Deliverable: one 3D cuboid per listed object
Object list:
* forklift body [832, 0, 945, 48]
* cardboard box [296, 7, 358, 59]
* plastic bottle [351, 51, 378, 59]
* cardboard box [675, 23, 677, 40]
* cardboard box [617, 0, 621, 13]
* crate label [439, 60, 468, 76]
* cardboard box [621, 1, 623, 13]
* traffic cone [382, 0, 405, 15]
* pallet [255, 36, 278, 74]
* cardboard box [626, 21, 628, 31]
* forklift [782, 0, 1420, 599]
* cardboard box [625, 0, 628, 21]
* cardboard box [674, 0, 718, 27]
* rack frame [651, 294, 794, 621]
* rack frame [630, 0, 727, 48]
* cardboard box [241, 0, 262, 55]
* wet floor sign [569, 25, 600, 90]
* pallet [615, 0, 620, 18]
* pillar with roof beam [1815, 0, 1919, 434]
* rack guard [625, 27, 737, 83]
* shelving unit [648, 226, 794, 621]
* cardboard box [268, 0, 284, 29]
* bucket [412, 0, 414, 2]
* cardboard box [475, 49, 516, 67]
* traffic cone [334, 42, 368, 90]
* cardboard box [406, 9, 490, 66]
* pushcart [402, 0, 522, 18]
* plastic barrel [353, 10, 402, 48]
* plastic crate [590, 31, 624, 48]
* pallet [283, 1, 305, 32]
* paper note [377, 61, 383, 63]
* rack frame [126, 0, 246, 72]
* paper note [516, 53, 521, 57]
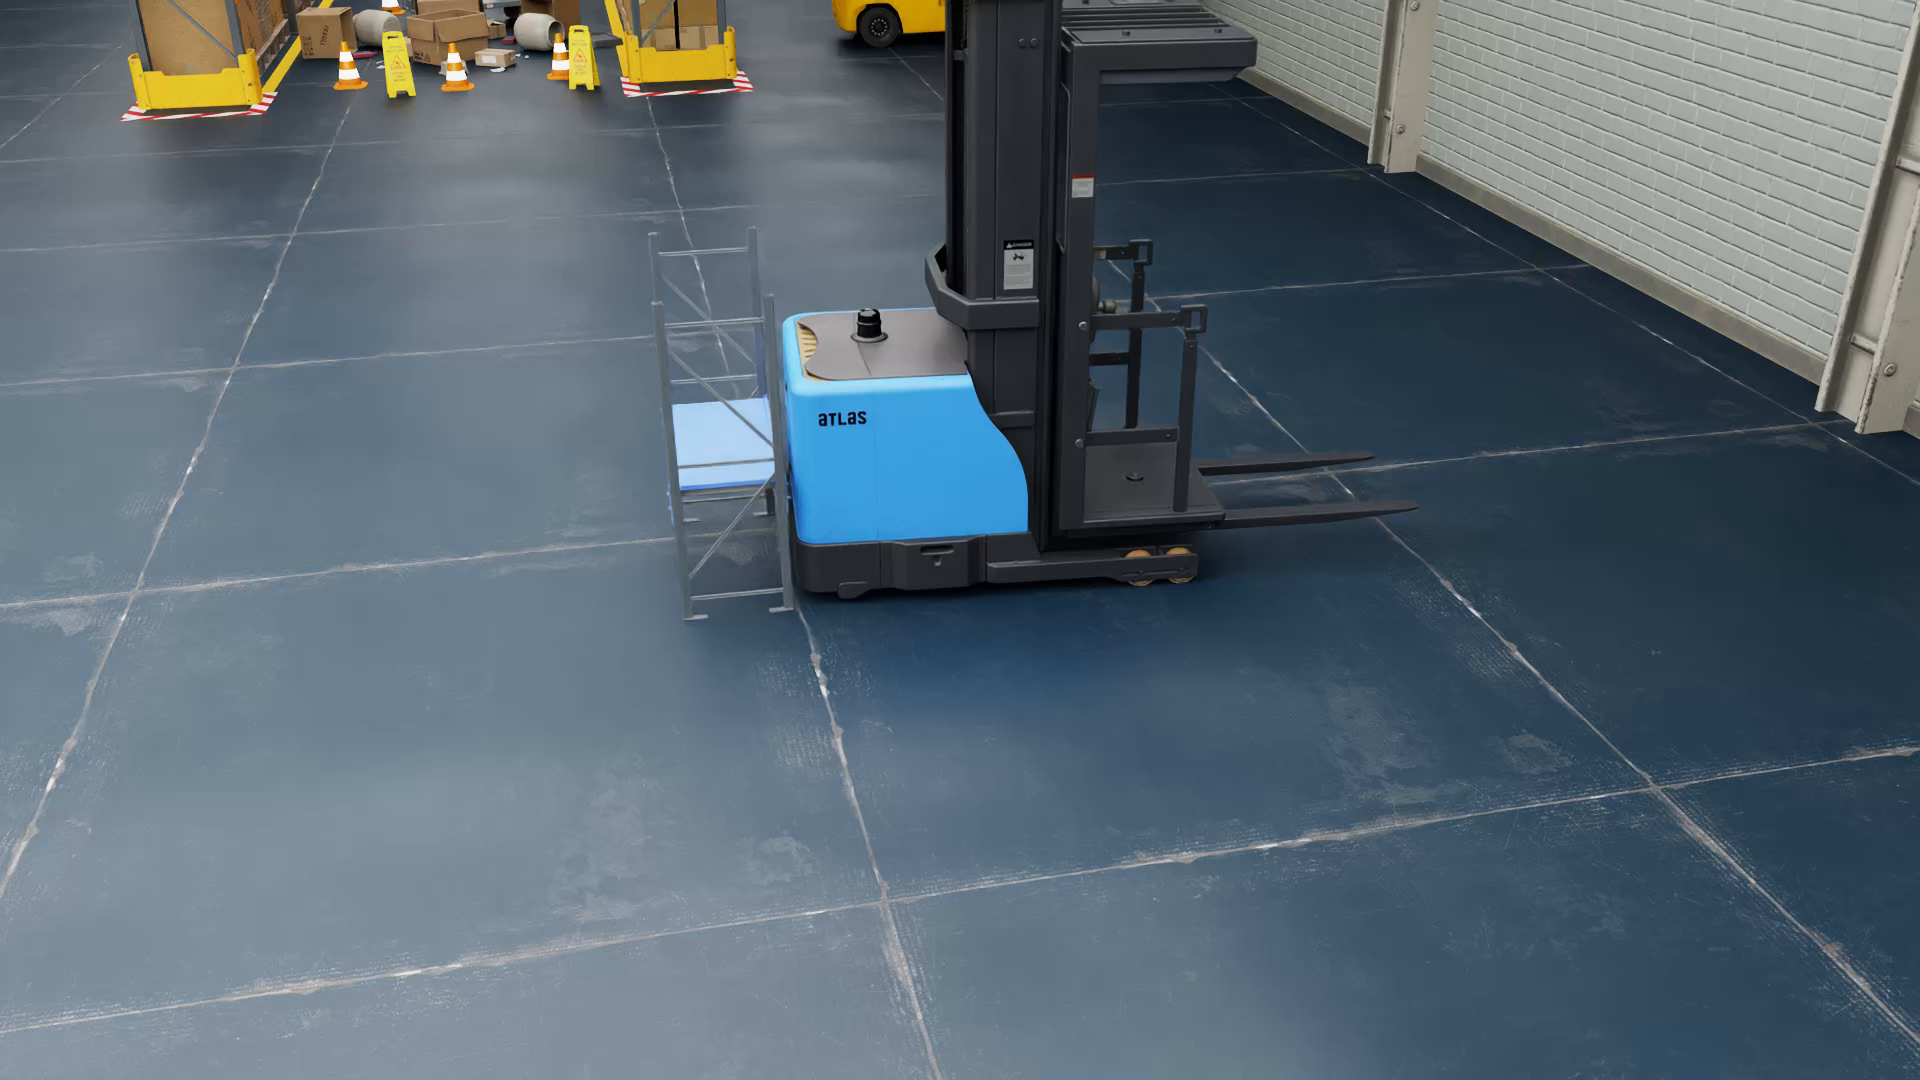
[{"bbox_3d":[-0.411,-7.182,20.093,2.313,2.155,1.214,-6,27,-12],"label":"forklift body"},{"bbox_3d":[-7.393,-5.925,19.432,0.500,0.500,0.500,-1,27,-3],"label":"cardboard box"},{"bbox_3d":[-6.950,-5.660,19.395,0.283,0.061,0.133,-16,31,-29],"label":"plastic bottle"},{"bbox_3d":[-3.061,-5.976,19.345,0.500,0.250,0.500,-5,27,-10],"label":"cardboard box"},{"bbox_3d":[-4.073,-6.838,21.054,0.500,0.250,0.500,-7,28,-14],"label":"cardboard box"},{"bbox_3d":[-5.638,-5.265,18.530,0.250,0.136,0.298,-23,35,-38],"label":"crate label"},{"bbox_3d":[-3.819,-6.372,20.131,0.500,0.250,0.500,-6,27,-12],"label":"cardboard box"},{"bbox_3d":[-7.574,-7.227,22.055,0.336,0.463,0.334,-6,27,-12],"label":"traffic cone"},{"bbox_3d":[-8.369,-5.494,18.901,1.003,0.211,1.213,-6,27,-12],"label":"pallet"},{"bbox_3d":[-3.595,-5.924,19.244,0.500,0.250,0.500,-6,27,-11],"label":"cardboard box"},{"bbox_3d":[0.689,-1.325,7.622,3.031,2.935,1.130,-4,27,-7],"label":"forklift"},{"bbox_3d":[-3.597,-6.257,19.071,0.500,0.500,0.500,-5,27,-10],"label":"cardboard box"},{"bbox_3d":[-2.960,-6.096,18.752,0.500,0.500,0.500,-7,28,-13],"label":"cardboard box"},{"bbox_3d":[-1.017,-0.330,7.233,0.500,1.500,0.032,-5,27,-9],"label":"rack frame"},{"bbox_3d":[-3.041,-6.408,17.618,1.000,3.000,0.127,-6,27,-12],"label":"rack frame"},{"bbox_3d":[-8.259,-5.777,18.260,0.875,0.875,0.875,-6,27,-12],"label":"cardboard box"},{"bbox_3d":[-4.041,-5.165,17.768,0.267,0.644,0.232,3,27,6],"label":"wet floor sign"},{"bbox_3d":[-4.120,-7.261,22.402,1.003,0.211,1.213,-6,27,-12],"label":"pallet"},{"bbox_3d":[1.025,-4.284,6.751,9.100,9.000,0.400,-6,27,-12],"label":"pillar with roof beam"},{"bbox_3d":[-3.059,-5.326,18.247,1.175,0.500,0.348,-6,27,-12],"label":"rack guard"},{"bbox_3d":[-1.108,-0.556,7.680,0.538,1.500,1.048,-5,27,-9],"label":"shelving unit"},{"bbox_3d":[-8.669,-6.573,19.836,0.875,0.875,0.875,-6,27,-11],"label":"cardboard box"},{"bbox_3d":[-6.466,-7.009,20.754,0.726,0.611,0.620,3,17,6],"label":"bucket"},{"bbox_3d":[-5.305,-5.506,18.993,0.380,0.149,0.250,8,28,15],"label":"cardboard box"},{"bbox_3d":[-6.577,-5.106,17.853,0.336,0.463,0.334,-6,27,-12],"label":"traffic cone"},{"bbox_3d":[-5.904,-5.808,19.199,0.637,0.503,0.797,19,32,32],"label":"cardboard box"},{"bbox_3d":[-6.153,-6.740,21.185,1.648,0.377,0.936,-16,31,-29],"label":"pushcart"},{"bbox_3d":[-6.993,-6.125,19.915,0.512,0.421,0.421,13,30,24],"label":"plastic barrel"},{"bbox_3d":[-4.388,-6.089,20.224,0.402,0.080,0.583,-16,31,-29],"label":"plastic crate"},{"bbox_3d":[-8.990,-6.704,21.297,1.003,0.211,1.213,-6,27,-12],"label":"pallet"},{"bbox_3d":[-6.678,-5.500,19.135,0.032,0.001,0.123,8,28,15],"label":"paper note"},{"bbox_3d":[-7.841,-5.861,16.534,1.000,3.000,0.127,-6,27,-12],"label":"rack frame"},{"bbox_3d":[-5.239,-5.679,19.480,0.148,0.019,0.142,3,27,6],"label":"paper note"}]
